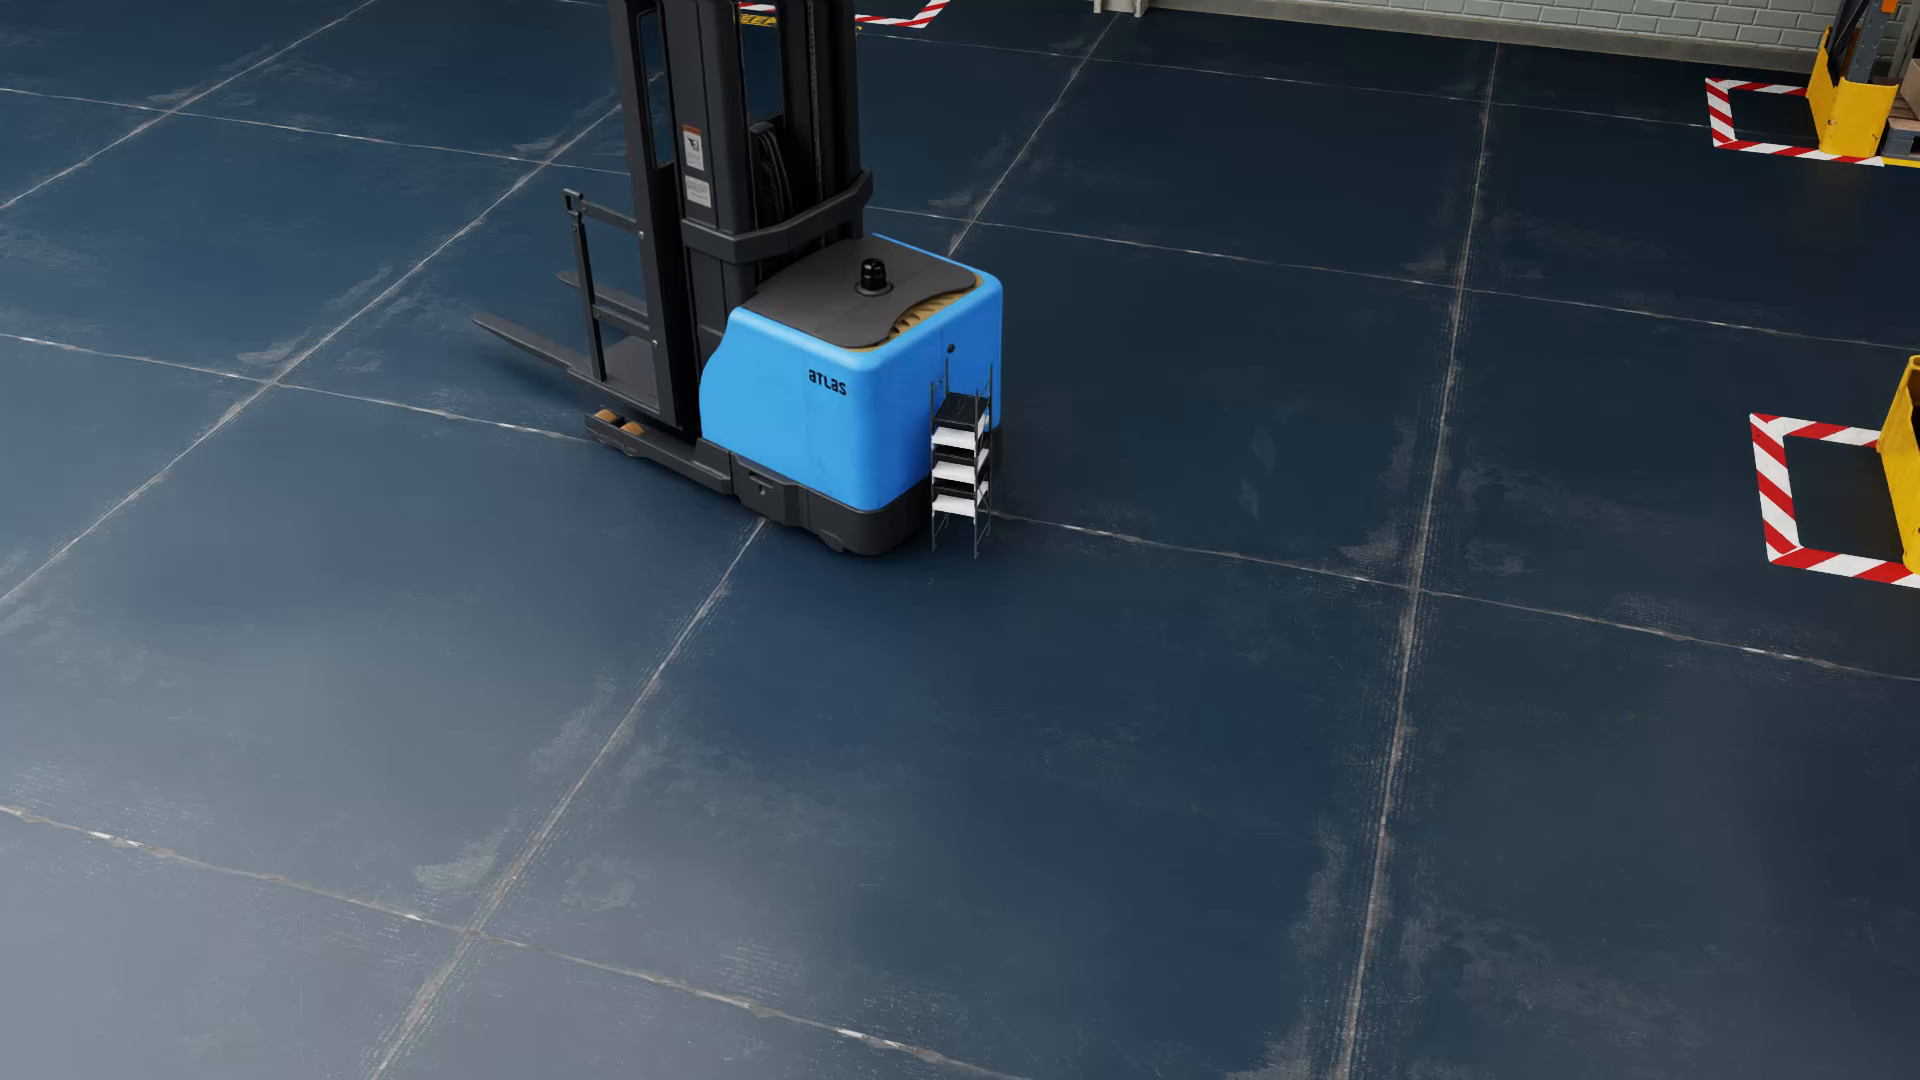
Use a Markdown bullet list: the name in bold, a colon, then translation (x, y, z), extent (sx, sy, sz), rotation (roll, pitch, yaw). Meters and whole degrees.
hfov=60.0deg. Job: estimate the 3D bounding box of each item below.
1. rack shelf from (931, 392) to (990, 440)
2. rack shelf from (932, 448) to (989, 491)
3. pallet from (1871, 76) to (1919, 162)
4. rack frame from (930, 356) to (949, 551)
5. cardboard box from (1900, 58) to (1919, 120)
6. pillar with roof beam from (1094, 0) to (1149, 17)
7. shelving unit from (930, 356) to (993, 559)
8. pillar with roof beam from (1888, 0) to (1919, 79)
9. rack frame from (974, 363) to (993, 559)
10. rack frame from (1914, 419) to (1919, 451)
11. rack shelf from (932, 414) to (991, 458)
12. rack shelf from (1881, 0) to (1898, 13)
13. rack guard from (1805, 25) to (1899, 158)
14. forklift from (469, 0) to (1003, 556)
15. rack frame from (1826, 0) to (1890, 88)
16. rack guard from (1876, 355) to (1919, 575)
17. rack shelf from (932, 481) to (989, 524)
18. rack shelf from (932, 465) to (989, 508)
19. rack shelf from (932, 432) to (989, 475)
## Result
- **rack shelf**: translation (0.008, -0.552, 7.341), extent (0.200, 0.077, 0.258), rotation (10, 38, 14)
- **rack shelf**: translation (0.008, -0.334, 7.501), extent (0.200, 0.077, 0.258), rotation (10, 38, 14)
- **pallet**: translation (6.967, -2.857, 11.453), extent (1.213, 0.211, 1.003), rotation (10, 38, 14)
- **rack frame**: translation (-0.089, -0.379, 7.506), extent (0.006, 0.900, 0.240), rotation (10, 38, 14)
- **cardboard box**: translation (6.763, -3.078, 11.298), extent (0.500, 0.311, 0.500), rotation (6, 37, 9)
- **pillar with roof beam**: translation (0.045, -5.563, 7.717), extent (0.400, 9.000, 9.100), rotation (10, 38, 14)
- **shelving unit**: translation (0.008, -0.361, 7.481), extent (0.210, 0.900, 0.258), rotation (10, 38, 14)
- **pillar with roof beam**: translation (5.772, -4.503, 6.276), extent (0.400, 9.000, 9.100), rotation (10, 38, 14)
- **rack frame**: translation (0.105, -0.343, 7.457), extent (0.006, 0.900, 0.240), rotation (10, 38, 14)
- **rack frame**: translation (4.656, -1.353, 7.058), extent (0.127, 3.000, 1.000), rotation (10, 38, 14)
- **rack shelf**: translation (0.008, -0.479, 7.394), extent (0.200, 0.077, 0.258), rotation (10, 38, 14)
- **rack shelf**: translation (8.039, -3.513, 10.600), extent (4.000, 0.370, 1.077), rotation (10, 38, 14)
- **rack guard**: translation (6.202, -3.136, 11.590), extent (0.348, 0.500, 1.175), rotation (10, 38, 14)
- **forklift**: translation (-1.265, -1.822, 7.752), extent (3.031, 2.935, 1.130), rotation (25, 43, 30)
- **rack frame**: translation (6.130, -4.157, 10.867), extent (0.127, 3.000, 1.000), rotation (10, 38, 14)
- **rack guard**: translation (4.633, -0.351, 7.805), extent (0.348, 0.500, 1.175), rotation (10, 38, 14)
- **rack shelf**: translation (0.008, -0.189, 7.608), extent (0.200, 0.077, 0.258), rotation (10, 38, 14)
- **rack shelf**: translation (0.008, -0.262, 7.554), extent (0.200, 0.077, 0.258), rotation (10, 38, 14)
- **rack shelf**: translation (0.008, -0.407, 7.448), extent (0.200, 0.077, 0.258), rotation (10, 38, 14)
